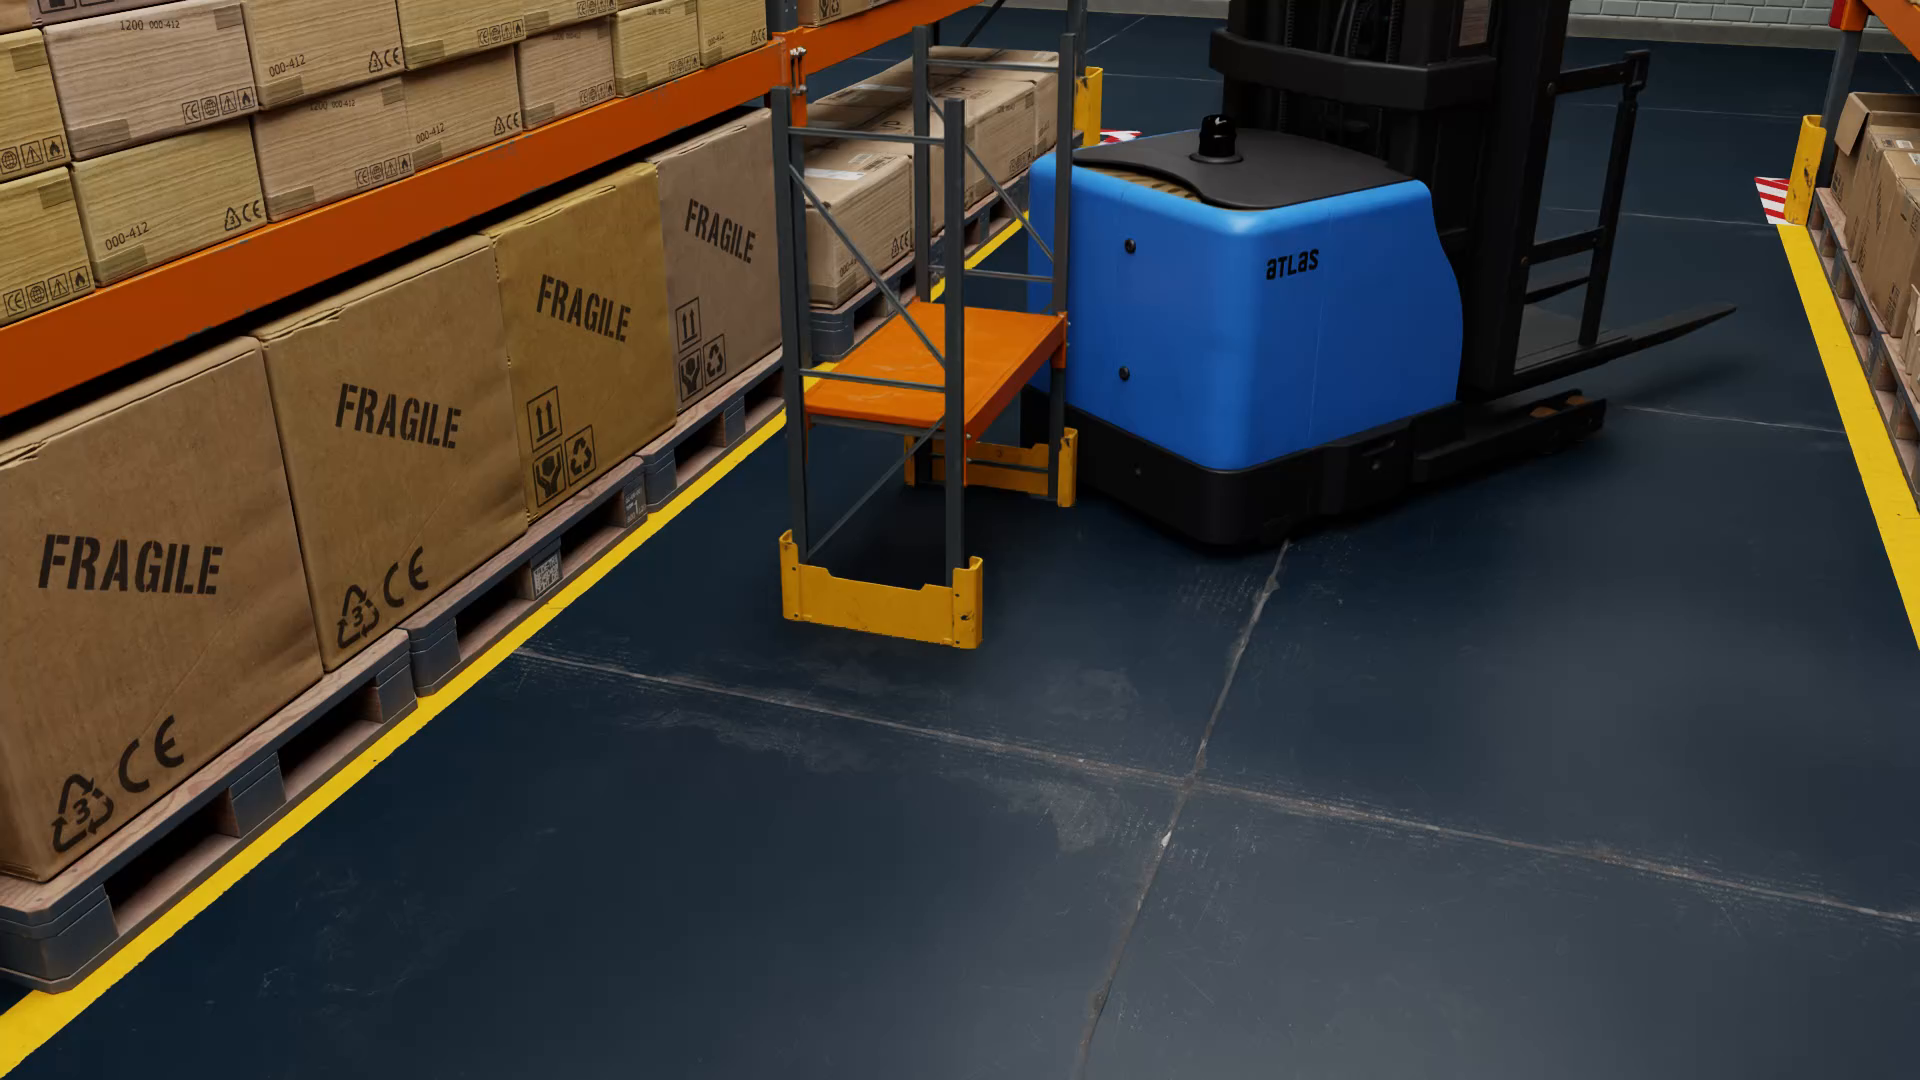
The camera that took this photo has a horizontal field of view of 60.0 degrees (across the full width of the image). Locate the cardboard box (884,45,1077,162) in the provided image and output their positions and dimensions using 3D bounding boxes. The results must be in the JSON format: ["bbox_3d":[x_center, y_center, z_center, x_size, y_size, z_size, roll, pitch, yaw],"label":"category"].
[{"bbox_3d":[0.124,-2.473,9.374,0.875,0.438,0.875,8,27,16],"label":"cardboard box"}]

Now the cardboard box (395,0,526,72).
[{"bbox_3d":[-1.479,-1.387,4.271,0.500,0.250,0.500,9,27,18],"label":"cardboard box"}]

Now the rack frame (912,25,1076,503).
[{"bbox_3d":[0.098,-0.836,5.256,0.500,1.500,0.032,8,27,17],"label":"rack frame"}]

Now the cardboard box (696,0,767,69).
[{"bbox_3d":[-0.993,-1.791,5.679,0.500,0.250,0.500,8,27,16],"label":"cardboard box"}]

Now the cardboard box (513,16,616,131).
[{"bbox_3d":[-1.350,-1.377,4.824,0.500,0.250,0.500,8,27,16],"label":"cardboard box"}]

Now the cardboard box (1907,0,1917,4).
[{"bbox_3d":[4.088,-2.274,6.793,0.380,0.149,0.250,8,27,16],"label":"cardboard box"}]

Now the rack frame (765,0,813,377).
[{"bbox_3d":[-1.082,-2.079,6.102,1.000,3.000,0.127,9,27,17],"label":"rack frame"}]

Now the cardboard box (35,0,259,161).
[{"bbox_3d":[-1.838,-0.978,3.426,0.500,0.250,0.500,9,27,19],"label":"cardboard box"}]

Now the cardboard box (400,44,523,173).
[{"bbox_3d":[-1.517,-1.164,4.385,0.500,0.250,0.500,9,27,17],"label":"cardboard box"}]

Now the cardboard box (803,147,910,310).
[{"bbox_3d":[-0.771,-1.358,7.070,0.875,0.438,0.875,8,27,17],"label":"cardboard box"}]

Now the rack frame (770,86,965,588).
[{"bbox_3d":[-0.230,-0.417,4.390,0.500,1.500,0.032,8,27,17],"label":"rack frame"}]

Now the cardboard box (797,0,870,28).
[{"bbox_3d":[-0.678,-2.279,6.401,0.500,0.500,0.500,10,27,19],"label":"cardboard box"}]

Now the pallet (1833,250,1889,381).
[{"bbox_3d":[4.234,-0.891,6.848,1.003,0.211,1.213,9,27,17],"label":"pallet"}]

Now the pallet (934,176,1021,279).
[{"bbox_3d":[-0.350,-1.628,8.371,1.003,0.211,1.213,9,27,17],"label":"pallet"}]

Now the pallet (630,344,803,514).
[{"bbox_3d":[-1.267,-0.496,6.033,1.003,0.211,1.213,9,27,17],"label":"pallet"}]

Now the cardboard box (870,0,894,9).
[{"bbox_3d":[-0.507,-2.485,6.826,0.500,0.500,0.500,9,27,18],"label":"cardboard box"}]

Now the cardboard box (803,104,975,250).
[{"bbox_3d":[-0.474,-1.726,7.830,0.875,0.438,0.875,8,27,16],"label":"cardboard box"}]

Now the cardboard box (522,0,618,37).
[{"bbox_3d":[-1.325,-1.600,4.711,0.500,0.250,0.500,9,27,19],"label":"cardboard box"}]

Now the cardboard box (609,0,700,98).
[{"bbox_3d":[-1.164,-1.582,5.247,0.500,0.250,0.500,8,27,17],"label":"cardboard box"}]

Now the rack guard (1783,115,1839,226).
[{"bbox_3d":[4.906,-1.849,8.494,1.175,0.500,0.348,9,27,17],"label":"rack guard"}]

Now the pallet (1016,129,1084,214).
[{"bbox_3d":[0.057,-2.128,9.403,1.003,0.211,1.213,9,27,17],"label":"pallet"}]

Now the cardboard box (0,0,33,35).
[{"bbox_3d":[-2.018,-1.098,2.813,0.500,0.500,0.500,8,27,16],"label":"cardboard box"}]

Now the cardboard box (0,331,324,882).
[{"bbox_3d":[-2.104,0.060,3.640,0.875,0.875,0.875,8,27,17],"label":"cardboard box"}]

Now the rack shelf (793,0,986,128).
[{"bbox_3d":[-0.416,-2.577,7.957,1.077,0.370,4.000,9,27,17],"label":"rack shelf"}]

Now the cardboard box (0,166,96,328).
[{"bbox_3d":[-2.013,-0.533,3.080,0.500,0.250,0.500,8,27,17],"label":"cardboard box"}]

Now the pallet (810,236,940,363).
[{"bbox_3d":[-0.755,-1.125,7.332,1.003,0.211,1.213,9,27,17],"label":"pallet"}]

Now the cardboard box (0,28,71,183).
[{"bbox_3d":[-2.011,-0.765,2.987,0.500,0.250,0.500,9,27,17],"label":"cardboard box"}]

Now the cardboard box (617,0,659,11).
[{"bbox_3d":[-1.158,-1.814,5.153,0.500,0.250,0.500,9,27,19],"label":"cardboard box"}]

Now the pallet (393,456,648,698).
[{"bbox_3d":[-1.672,0.007,4.994,1.003,0.211,1.213,9,27,17],"label":"pallet"}]

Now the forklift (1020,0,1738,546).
[{"bbox_3d":[1.702,-1.791,5.586,3.031,2.935,1.130,-17,31,-32],"label":"forklift"}]

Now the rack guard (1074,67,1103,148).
[{"bbox_3d":[0.258,-2.608,10.063,1.175,0.500,0.348,9,27,17],"label":"rack guard"}]

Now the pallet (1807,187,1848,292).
[{"bbox_3d":[4.642,-1.391,7.880,1.003,0.211,1.213,9,27,17],"label":"pallet"}]

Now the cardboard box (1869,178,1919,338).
[{"bbox_3d":[3.972,-1.059,6.381,0.700,0.500,0.500,8,27,15],"label":"cardboard box"}]

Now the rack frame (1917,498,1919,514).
[{"bbox_3d":[3.600,-1.361,4.619,1.000,3.000,0.127,9,27,17],"label":"rack frame"}]

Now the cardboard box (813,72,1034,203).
[{"bbox_3d":[-0.172,-2.096,8.595,0.875,0.438,0.875,9,27,19],"label":"cardboard box"}]

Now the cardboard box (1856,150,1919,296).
[{"bbox_3d":[4.047,-1.283,6.844,0.500,0.500,0.500,9,27,18],"label":"cardboard box"}]

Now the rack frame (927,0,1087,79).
[{"bbox_3d":[0.250,-3.723,9.497,1.000,3.000,0.127,9,27,17],"label":"rack frame"}]

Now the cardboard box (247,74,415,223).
[{"bbox_3d":[-1.678,-0.961,3.965,0.500,0.250,0.500,10,27,19],"label":"cardboard box"}]

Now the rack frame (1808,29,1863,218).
[{"bbox_3d":[4.932,-3.005,8.014,1.000,3.000,0.127,9,27,17],"label":"rack frame"}]

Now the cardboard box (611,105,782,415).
[{"bbox_3d":[-1.212,-1.046,5.924,0.875,0.875,0.875,10,27,19],"label":"cardboard box"}]

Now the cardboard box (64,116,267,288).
[{"bbox_3d":[-1.858,-0.746,3.521,0.500,0.250,0.500,8,27,16],"label":"cardboard box"}]

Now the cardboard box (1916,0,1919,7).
[{"bbox_3d":[4.019,-2.163,6.564,0.380,0.149,0.250,9,27,19],"label":"cardboard box"}]

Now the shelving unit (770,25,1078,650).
[{"bbox_3d":[-0.063,-0.630,4.831,0.587,1.500,1.083,8,27,17],"label":"shelving unit"}]

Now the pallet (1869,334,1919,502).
[{"bbox_3d":[3.830,-0.388,5.809,1.003,0.211,1.213,9,27,17],"label":"pallet"}]

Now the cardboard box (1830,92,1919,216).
[{"bbox_3d":[4.639,-1.833,7.976,0.797,0.503,0.637,8,27,15],"label":"cardboard box"}]

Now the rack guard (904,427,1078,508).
[{"bbox_3d":[0.098,-0.273,5.527,0.587,0.250,0.087,8,27,17],"label":"rack guard"}]

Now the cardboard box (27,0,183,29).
[{"bbox_3d":[-1.862,-1.303,3.237,0.500,0.500,0.500,9,27,18],"label":"cardboard box"}]

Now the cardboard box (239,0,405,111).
[{"bbox_3d":[-1.661,-1.181,3.845,0.500,0.250,0.500,9,27,17],"label":"cardboard box"}]

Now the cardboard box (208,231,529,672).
[{"bbox_3d":[-1.804,-0.306,4.396,0.875,0.875,0.875,9,27,18],"label":"cardboard box"}]

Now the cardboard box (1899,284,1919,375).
[{"bbox_3d":[3.628,-0.738,5.987,0.396,0.266,0.258,10,27,19],"label":"cardboard box"}]

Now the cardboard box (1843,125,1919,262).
[{"bbox_3d":[4.317,-1.485,7.263,0.700,0.500,0.500,10,28,20],"label":"cardboard box"}]

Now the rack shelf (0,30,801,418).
[{"bbox_3d":[-1.747,-0.934,4.562,1.077,0.370,4.000,9,27,17],"label":"rack shelf"}]

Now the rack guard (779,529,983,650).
[{"bbox_3d":[-0.224,0.138,4.679,0.587,0.250,0.087,8,27,17],"label":"rack guard"}]

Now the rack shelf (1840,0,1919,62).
[{"bbox_3d":[4.266,-1.859,6.473,1.077,0.370,4.000,9,27,17],"label":"rack shelf"}]

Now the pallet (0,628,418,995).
[{"bbox_3d":[-2.079,0.507,3.962,1.003,0.211,1.213,9,27,17],"label":"pallet"}]

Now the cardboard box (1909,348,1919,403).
[{"bbox_3d":[3.509,-0.538,5.709,0.380,0.149,0.250,8,27,16],"label":"cardboard box"}]

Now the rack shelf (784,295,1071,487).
[{"bbox_3d":[-0.066,-0.465,4.901,0.538,0.185,1.000,8,27,17],"label":"rack shelf"}]

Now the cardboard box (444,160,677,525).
[{"bbox_3d":[-1.506,-0.673,5.155,0.875,0.875,0.875,10,27,19],"label":"cardboard box"}]

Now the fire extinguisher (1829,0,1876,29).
[{"bbox_3d":[4.545,-2.930,8.375,0.296,0.674,0.183,9,27,17],"label":"fire extinguisher"}]
